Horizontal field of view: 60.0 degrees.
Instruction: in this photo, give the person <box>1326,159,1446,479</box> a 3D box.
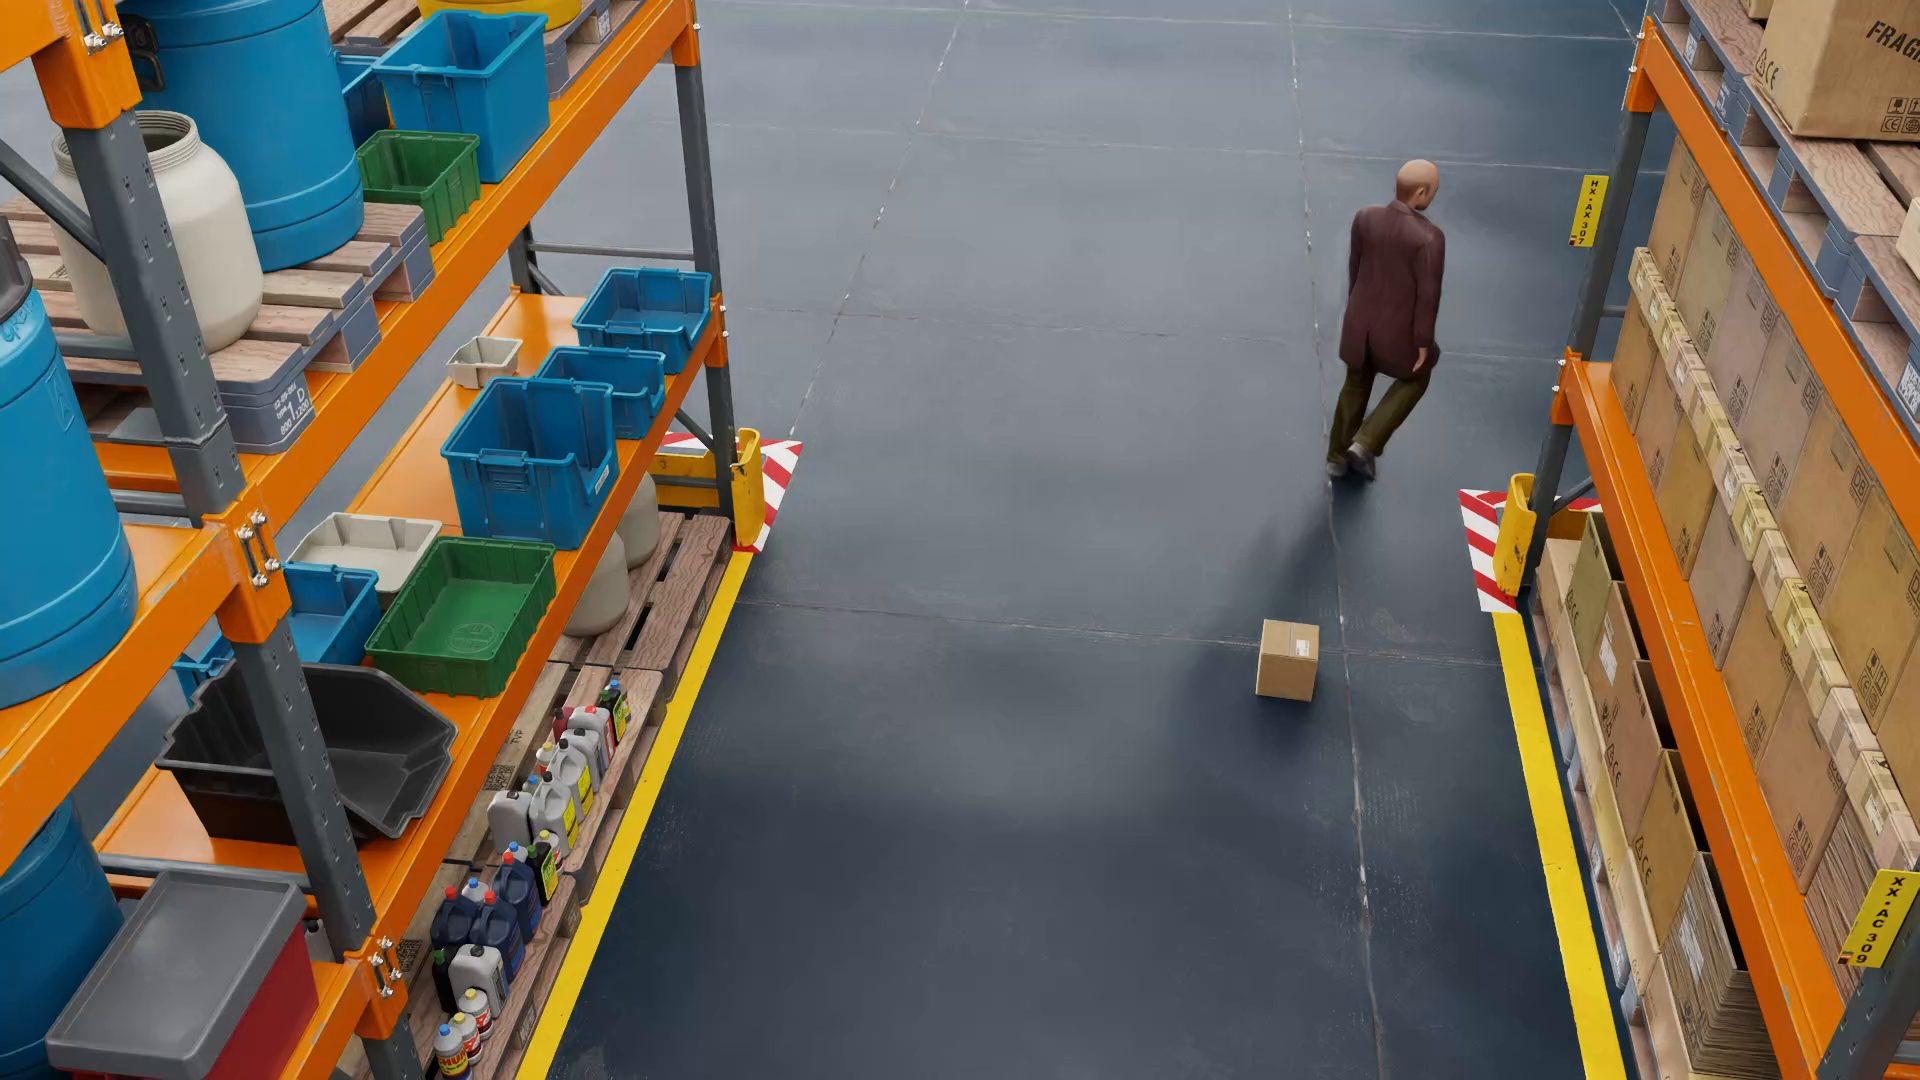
[{"bbox_3d":[2.202,-1.103,8.575,0.629,1.803,0.499,29,45,34],"label":"person"}]
